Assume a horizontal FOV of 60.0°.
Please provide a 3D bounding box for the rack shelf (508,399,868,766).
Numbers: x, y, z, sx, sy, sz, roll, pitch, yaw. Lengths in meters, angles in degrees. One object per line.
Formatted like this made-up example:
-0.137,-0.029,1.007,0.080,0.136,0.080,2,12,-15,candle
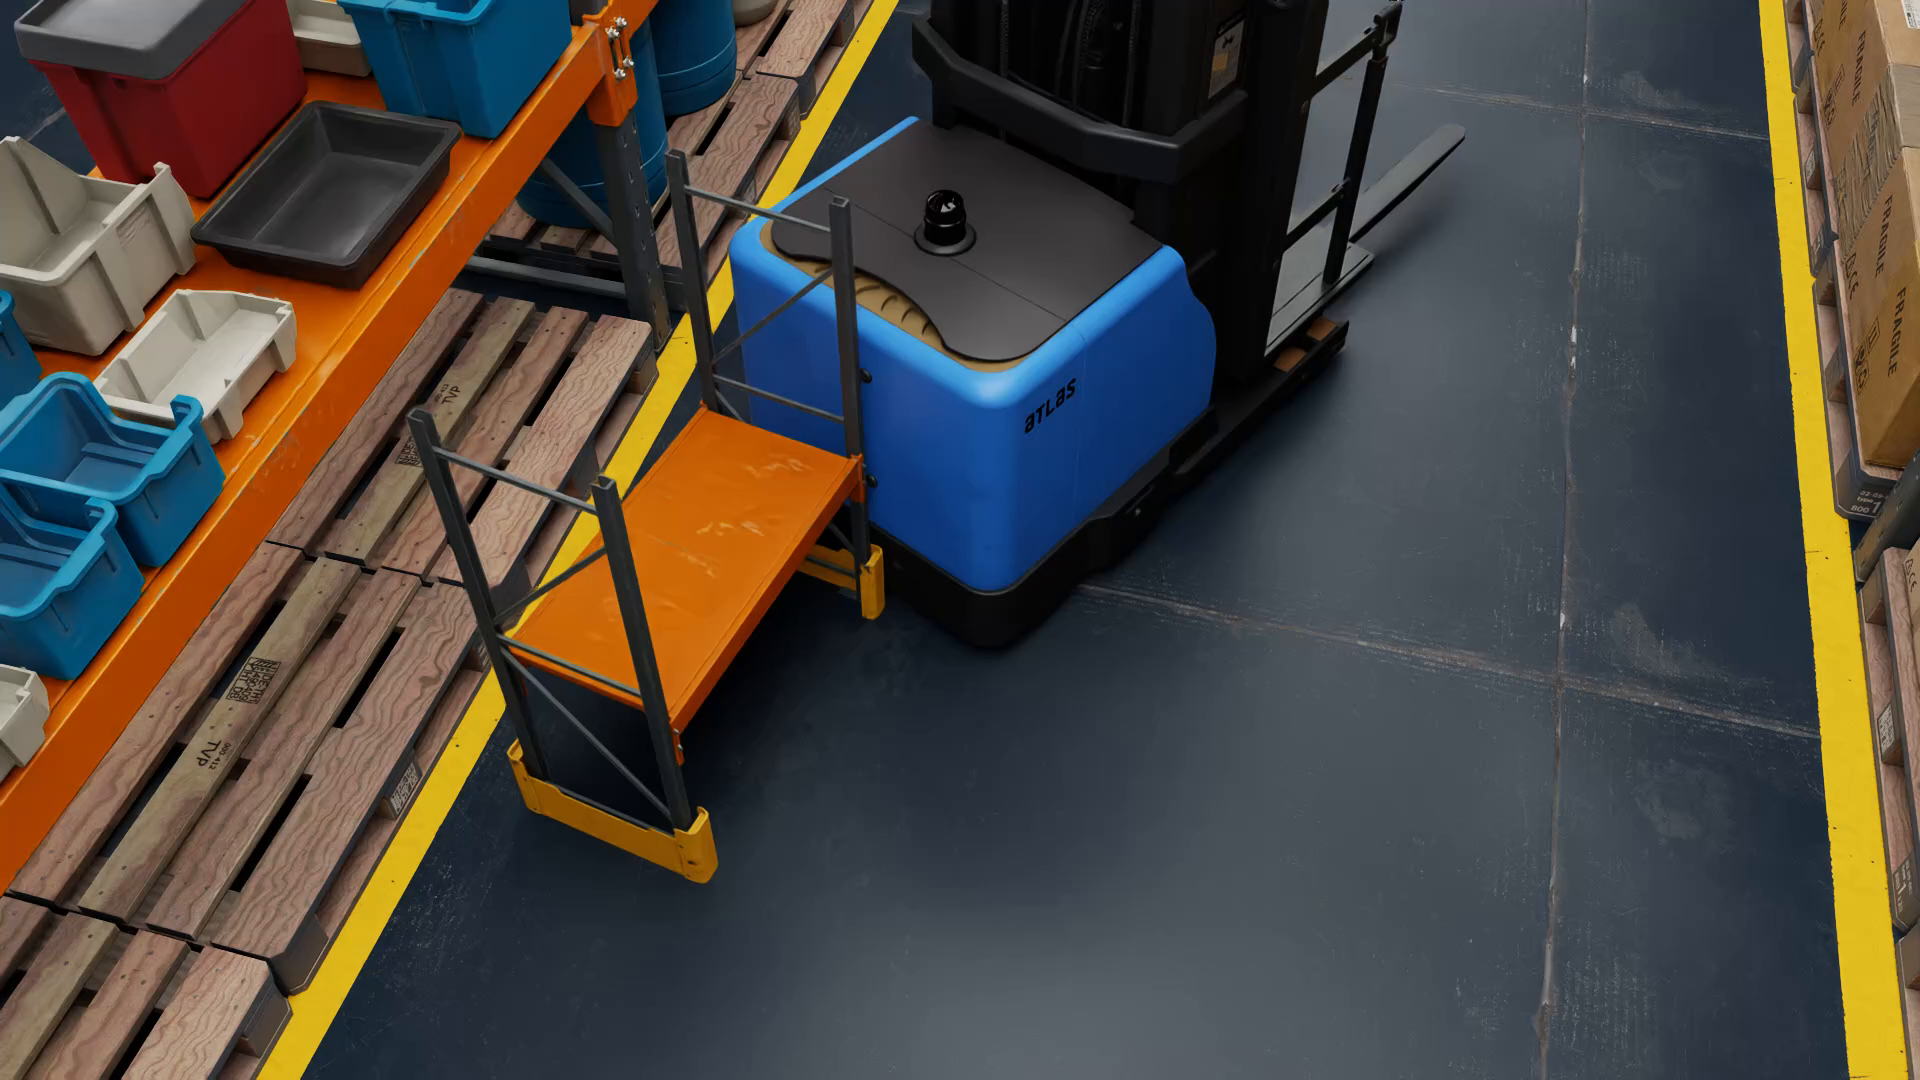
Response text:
-0.711,0.080,4.419,0.538,0.185,1.000,19,51,16,rack shelf

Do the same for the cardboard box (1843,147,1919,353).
3.252,-0.892,5.410,0.500,0.500,0.500,12,50,10,cardboard box

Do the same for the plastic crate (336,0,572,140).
-1.311,-1.394,4.450,0.392,0.384,0.575,12,50,10,plastic crate

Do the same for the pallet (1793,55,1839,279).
3.757,-1.362,6.312,1.003,0.211,1.213,12,50,10,pallet

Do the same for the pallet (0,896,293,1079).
-2.316,1.443,3.836,1.003,0.211,1.213,12,50,10,pallet

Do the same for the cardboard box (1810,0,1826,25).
3.785,-2.363,6.709,0.500,0.500,0.500,10,49,9,cardboard box

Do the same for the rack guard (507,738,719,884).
-0.927,0.719,4.449,0.587,0.250,0.087,19,51,16,rack guard

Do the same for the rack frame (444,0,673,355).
-1.518,-1.784,4.824,1.000,3.000,0.127,12,50,10,rack frame

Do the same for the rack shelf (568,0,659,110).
-0.991,-2.993,6.370,1.077,0.370,4.000,12,50,10,rack shelf

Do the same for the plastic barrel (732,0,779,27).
-0.937,-2.393,6.741,0.421,0.512,0.421,0,49,0,plastic barrel

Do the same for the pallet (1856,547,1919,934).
3.078,0.615,4.566,1.003,0.211,1.213,12,50,10,pallet

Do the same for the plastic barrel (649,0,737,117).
-1.172,-2.131,6.250,0.600,0.901,0.708,12,50,10,plastic barrel

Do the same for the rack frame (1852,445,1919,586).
3.260,-0.804,3.959,1.000,3.000,0.127,12,50,10,rack frame

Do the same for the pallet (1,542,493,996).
-1.993,0.563,4.612,1.003,0.211,1.213,12,50,10,pallet

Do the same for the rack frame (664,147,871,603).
-0.496,-0.384,4.589,0.500,1.500,0.032,19,51,16,rack frame

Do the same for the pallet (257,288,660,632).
-1.674,-0.322,5.393,1.003,0.211,1.213,12,50,10,pallet

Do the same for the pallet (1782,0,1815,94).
4.080,-2.242,7.088,1.003,0.211,1.213,12,50,10,pallet

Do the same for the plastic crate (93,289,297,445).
-1.686,-0.398,3.736,0.293,0.136,0.466,12,50,10,plastic crate

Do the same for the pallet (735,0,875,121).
-0.955,-2.297,7.136,1.003,0.211,1.213,12,50,10,pallet

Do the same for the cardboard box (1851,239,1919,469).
3.114,-0.536,5.096,0.500,0.500,0.500,11,50,10,cardboard box

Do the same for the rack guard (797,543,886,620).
-0.504,0.043,5.046,0.587,0.250,0.087,19,51,16,rack guard

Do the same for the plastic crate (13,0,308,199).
-1.995,-1.229,4.251,0.402,0.464,0.583,12,50,10,plastic crate

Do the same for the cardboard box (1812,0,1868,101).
3.648,-2.001,6.389,0.500,0.500,0.500,11,49,10,cardboard box

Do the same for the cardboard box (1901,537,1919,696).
2.941,0.201,4.572,0.500,0.311,0.500,12,50,10,cardboard box

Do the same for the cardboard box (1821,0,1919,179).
3.516,-1.623,6.055,0.500,0.500,0.500,10,49,9,cardboard box

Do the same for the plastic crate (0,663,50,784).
-1.845,0.357,3.070,0.250,0.136,0.298,12,50,10,plastic crate

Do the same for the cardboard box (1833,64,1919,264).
3.384,-1.254,5.730,0.500,0.500,0.500,12,50,11,cardboard box

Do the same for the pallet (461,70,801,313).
-1.274,-1.411,6.355,1.003,0.211,1.213,12,50,10,pallet

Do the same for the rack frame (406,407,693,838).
-0.927,0.306,3.980,0.500,1.500,0.032,19,51,16,rack frame

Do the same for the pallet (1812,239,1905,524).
3.438,-0.477,5.530,1.003,0.211,1.213,12,50,10,pallet

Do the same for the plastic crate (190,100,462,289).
-1.553,-0.850,4.143,0.437,0.125,0.590,12,50,10,plastic crate

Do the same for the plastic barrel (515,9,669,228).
-1.358,-1.619,5.798,0.600,0.901,0.708,12,50,10,plastic barrel

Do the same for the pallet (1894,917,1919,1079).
2.759,1.501,3.785,1.003,0.211,1.213,12,50,10,pallet

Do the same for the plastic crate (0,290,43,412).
-2.277,-0.391,3.666,0.416,0.233,0.300,12,50,10,plastic crate

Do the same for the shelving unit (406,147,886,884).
-0.715,-0.033,4.279,0.587,1.500,1.083,19,51,16,shelving unit

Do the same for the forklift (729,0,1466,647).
0.689,-1.691,4.788,1.130,2.935,3.031,33,56,26,forklift

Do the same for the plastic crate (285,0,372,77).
-1.778,-1.408,4.628,0.396,0.136,0.243,12,50,10,plastic crate

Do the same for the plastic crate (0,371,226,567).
-1.762,-0.138,3.443,0.416,0.233,0.300,12,50,10,plastic crate

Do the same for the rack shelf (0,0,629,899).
-2.044,-0.099,3.817,1.077,0.370,4.000,12,50,10,rack shelf

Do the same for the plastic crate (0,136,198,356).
-2.097,-0.697,3.903,0.437,0.282,0.530,12,50,10,plastic crate

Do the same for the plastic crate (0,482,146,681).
-1.841,0.079,3.252,0.416,0.233,0.300,12,50,10,plastic crate
